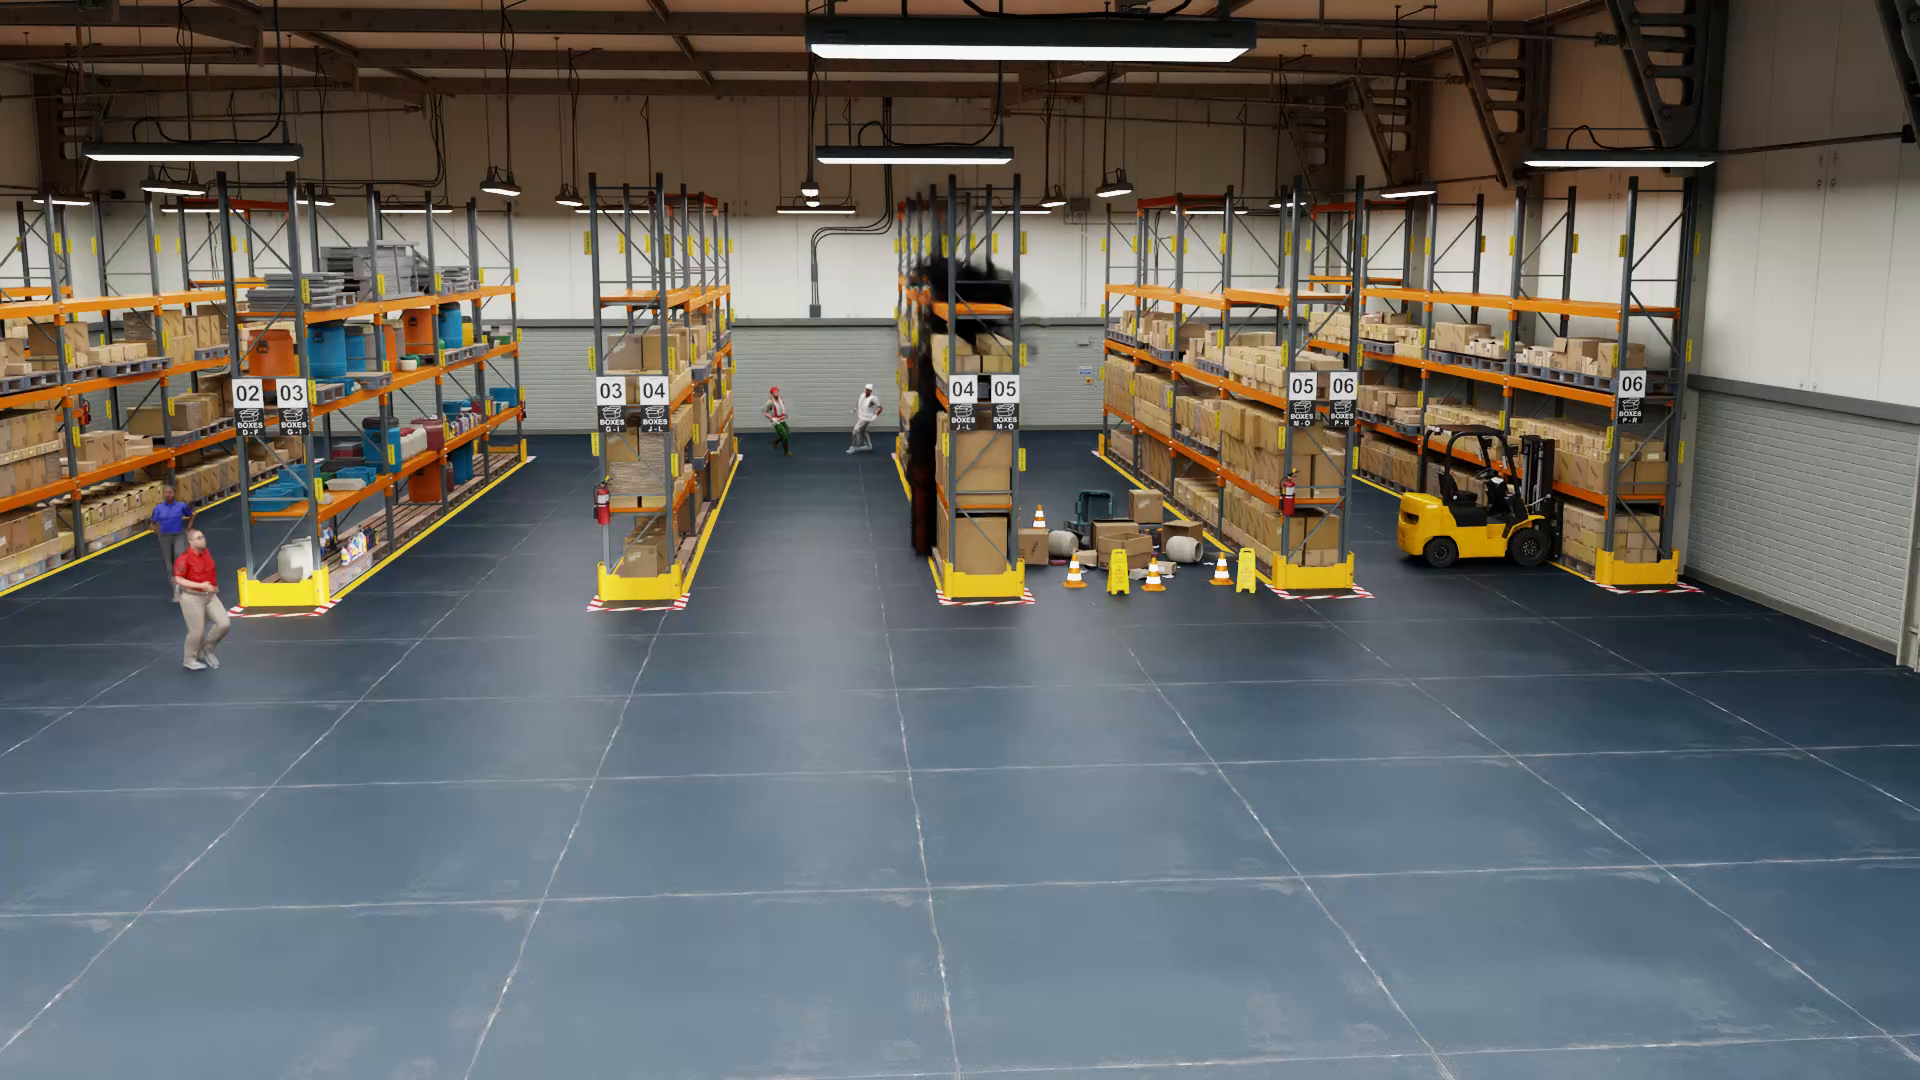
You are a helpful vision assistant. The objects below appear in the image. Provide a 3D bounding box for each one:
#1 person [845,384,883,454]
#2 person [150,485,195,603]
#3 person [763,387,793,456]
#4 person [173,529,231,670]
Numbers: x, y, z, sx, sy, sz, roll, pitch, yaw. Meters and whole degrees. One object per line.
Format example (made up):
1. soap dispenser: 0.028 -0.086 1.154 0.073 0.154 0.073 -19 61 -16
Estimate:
1. person: -2.392 -2.969 40.668 0.823 1.733 0.809 -4 11 -20
2. person: -11.279 0.027 23.854 0.579 1.650 0.851 -4 11 -20
3. person: -4.450 -2.852 39.966 0.697 1.687 0.693 7 12 35
4. person: -8.994 0.722 19.742 0.675 1.715 0.641 4 11 22
